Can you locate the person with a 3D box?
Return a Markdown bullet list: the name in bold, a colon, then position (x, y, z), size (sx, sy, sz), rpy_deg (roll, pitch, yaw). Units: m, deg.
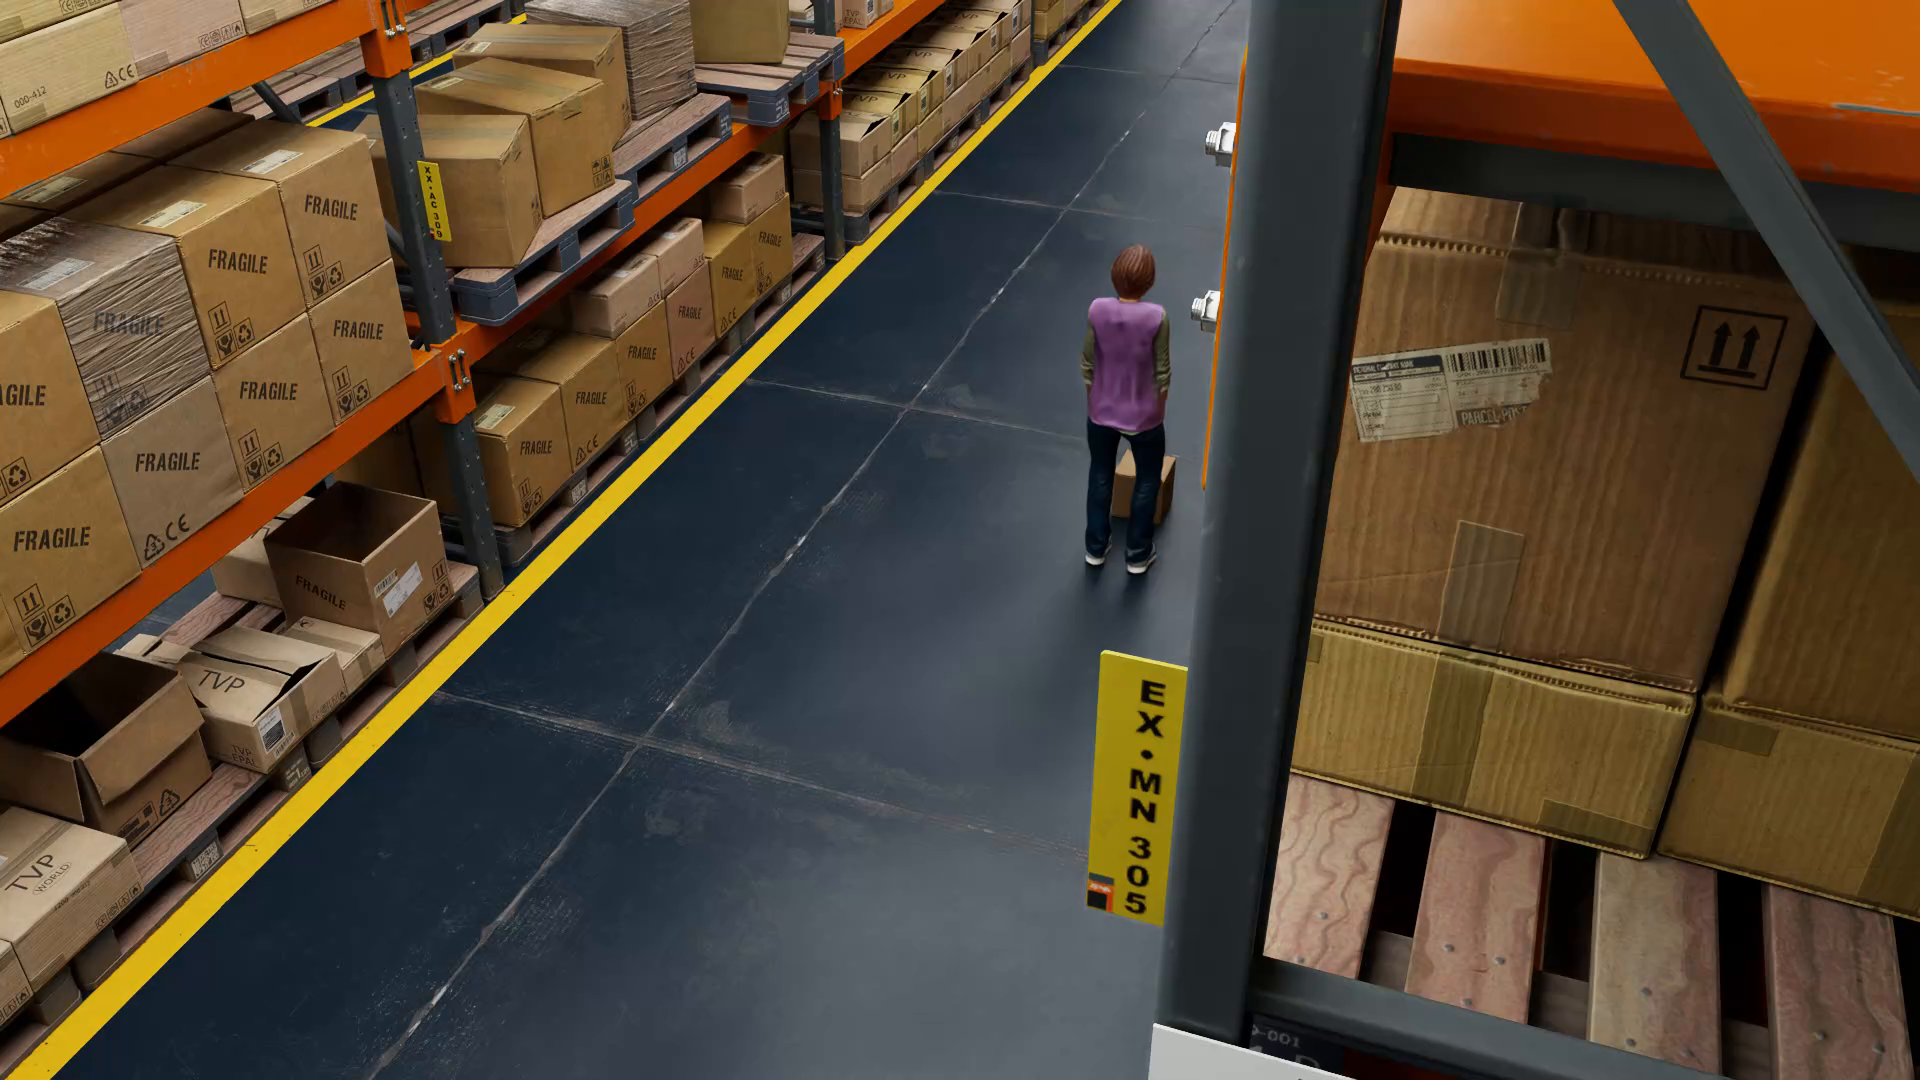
- **person**: position (0.733, -0.562, 7.532), size (0.417, 1.562, 0.341), rpy_deg (12, 36, 17)
